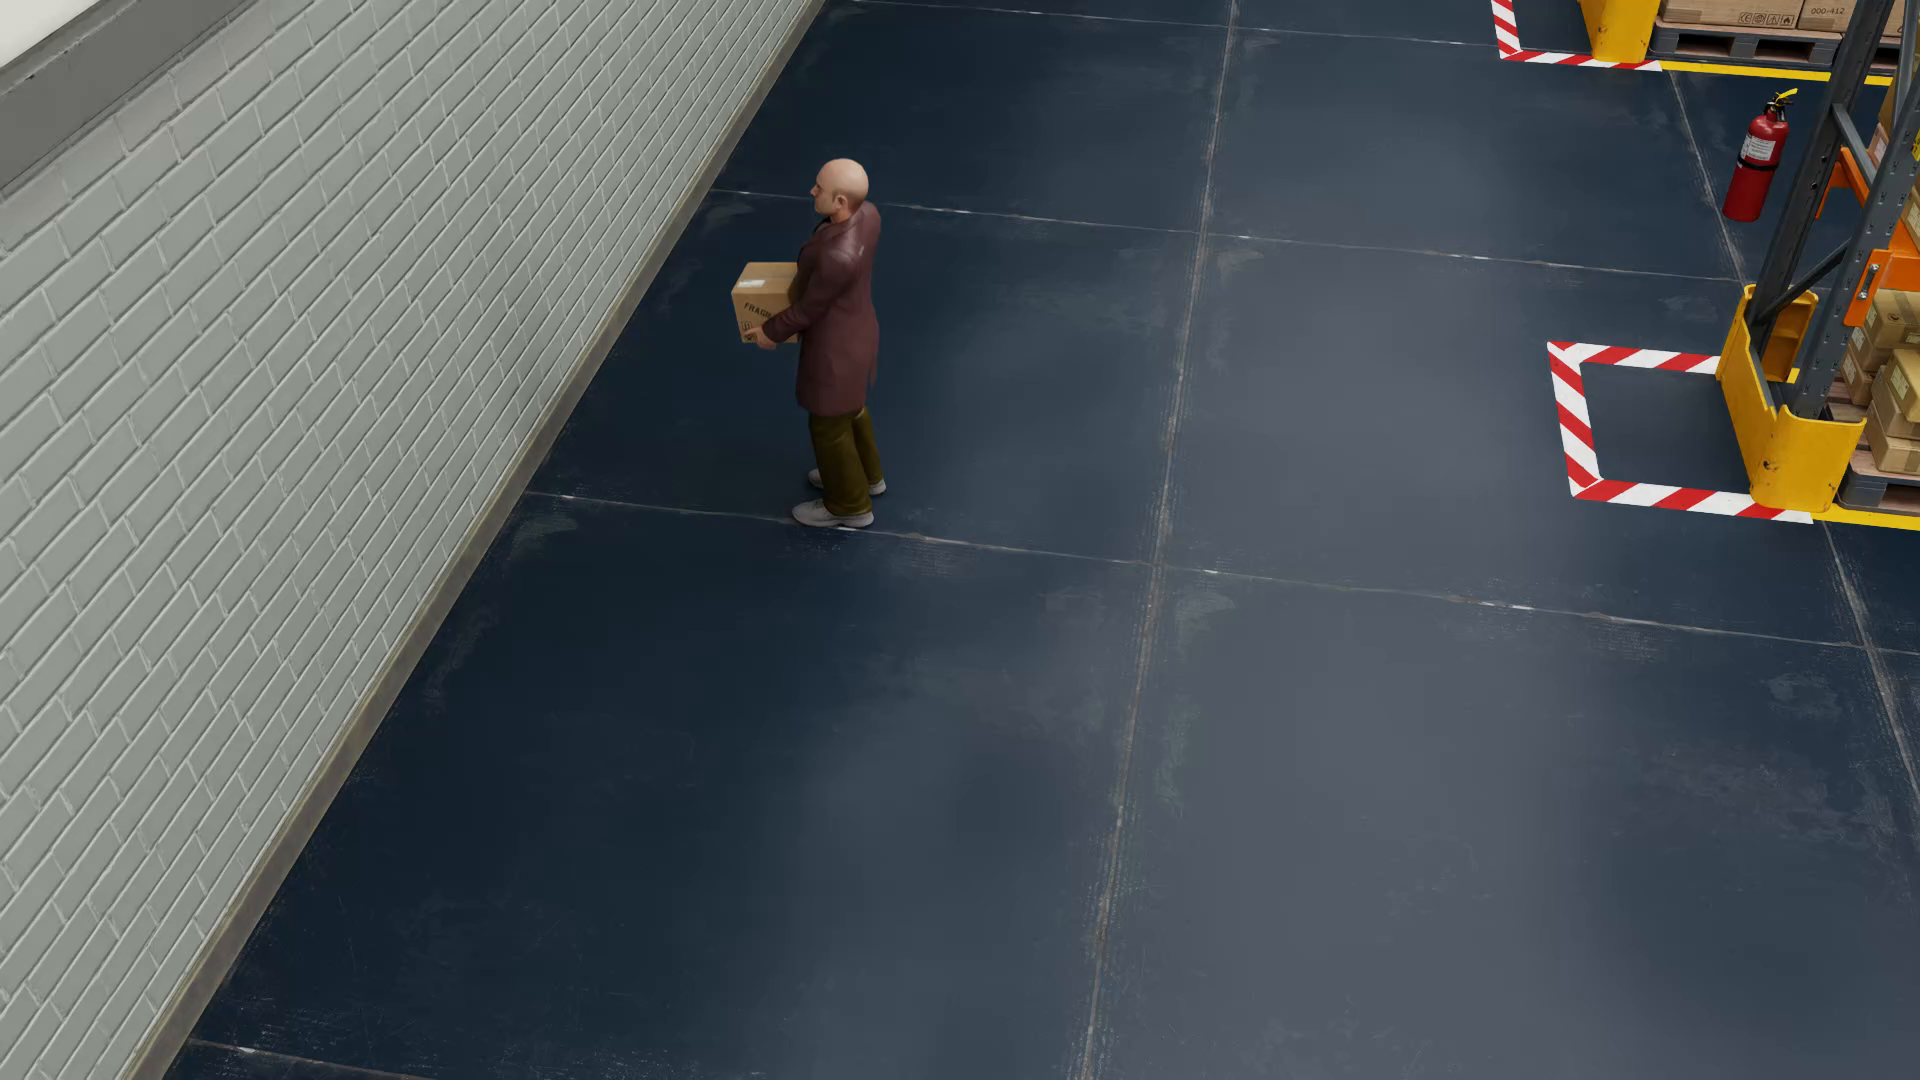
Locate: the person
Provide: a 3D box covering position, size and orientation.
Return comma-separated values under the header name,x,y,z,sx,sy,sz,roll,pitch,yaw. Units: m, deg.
name,x,y,z,sx,sy,sz,roll,pitch,yaw
person,-0.627,-0.851,7.187,0.558,1.773,0.529,7,41,8
